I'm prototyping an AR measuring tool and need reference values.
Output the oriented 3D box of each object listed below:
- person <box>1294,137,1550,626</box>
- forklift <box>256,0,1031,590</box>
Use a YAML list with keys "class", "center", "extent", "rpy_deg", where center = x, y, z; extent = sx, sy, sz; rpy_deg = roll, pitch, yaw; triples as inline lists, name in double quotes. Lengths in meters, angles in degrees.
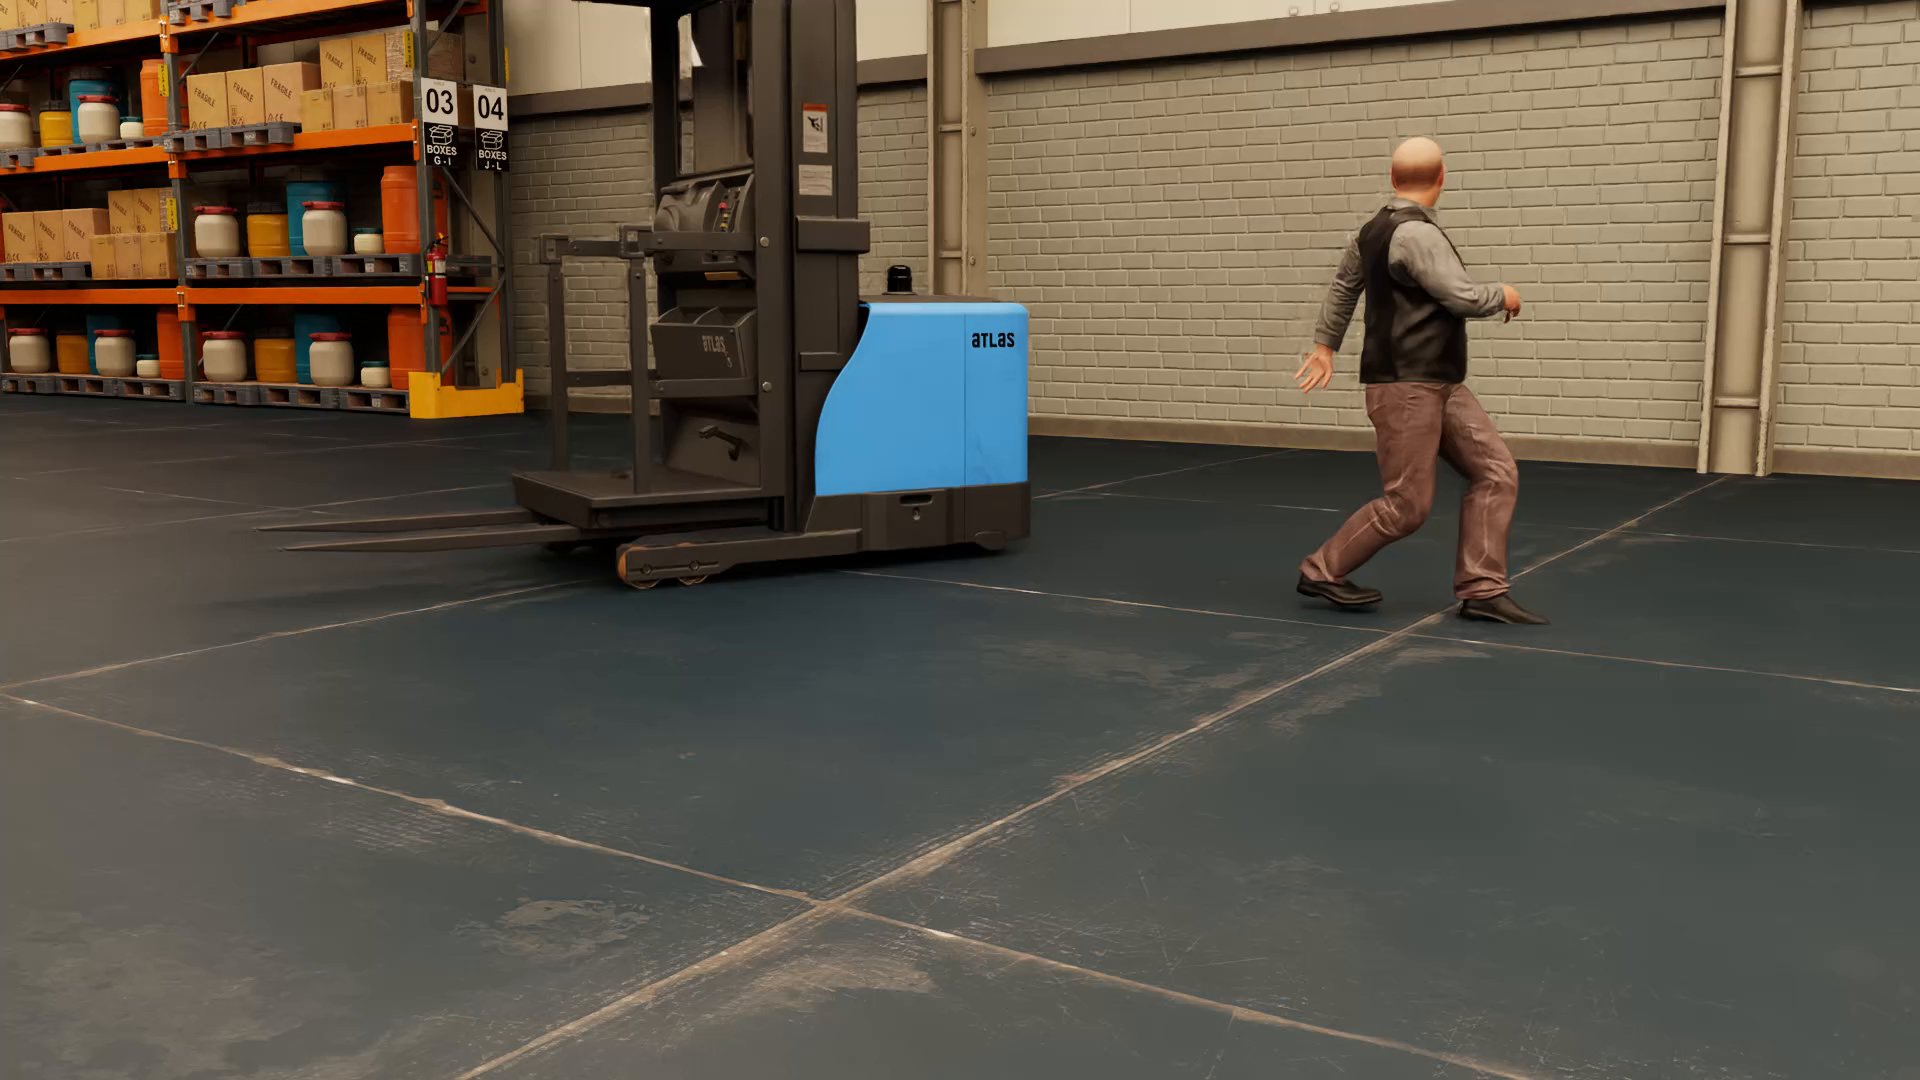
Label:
- class: "person"
  center: [1.575, -0.536, 5.703]
  extent: [0.936, 1.653, 0.551]
  rpy_deg: [4, 9, 24]
- class: "forklift"
  center: [-1.223, -1.348, 6.674]
  extent: [3.031, 2.935, 1.130]
  rpy_deg: [-5, 9, -31]
